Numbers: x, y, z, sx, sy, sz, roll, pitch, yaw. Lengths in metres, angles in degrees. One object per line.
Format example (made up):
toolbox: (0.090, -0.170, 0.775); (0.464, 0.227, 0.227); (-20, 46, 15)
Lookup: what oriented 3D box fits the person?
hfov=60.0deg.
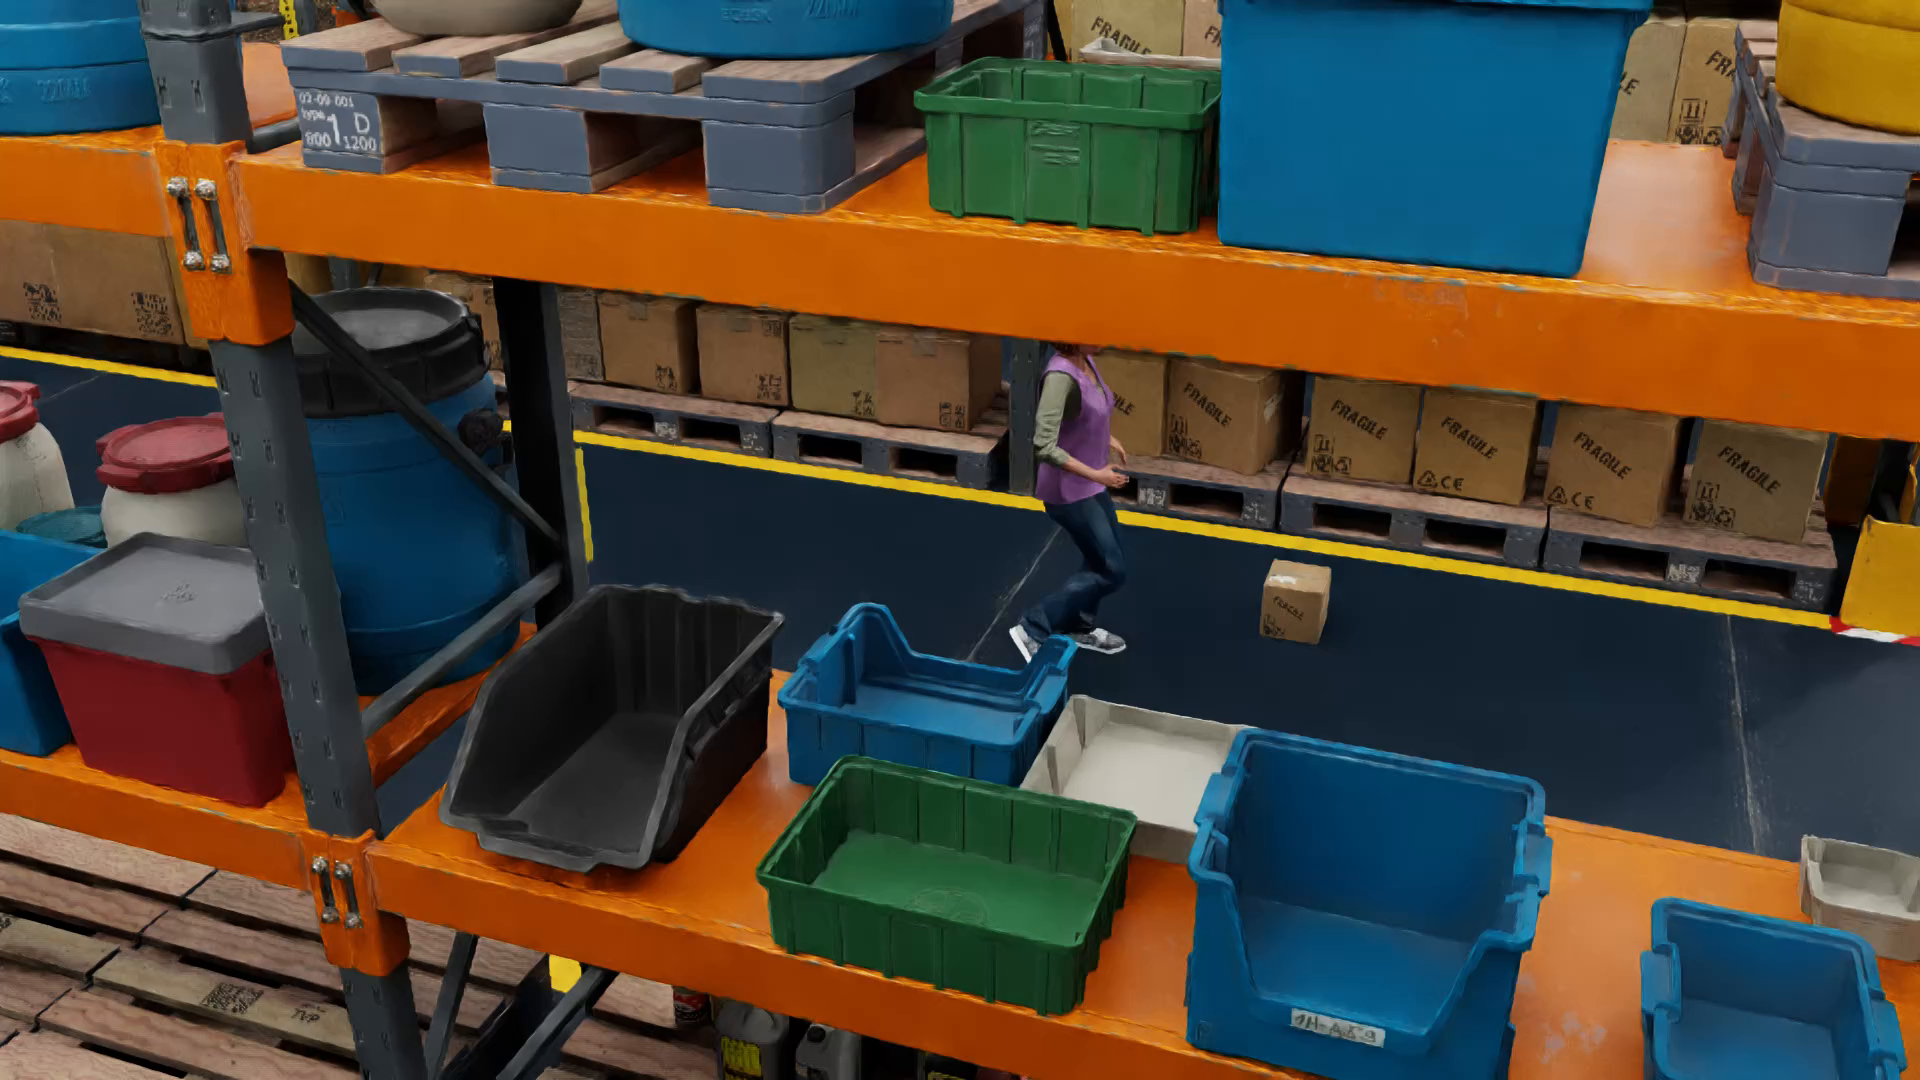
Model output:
person: (0.459, -0.202, 6.574); (0.450, 1.566, 0.665); (4, 26, 9)
